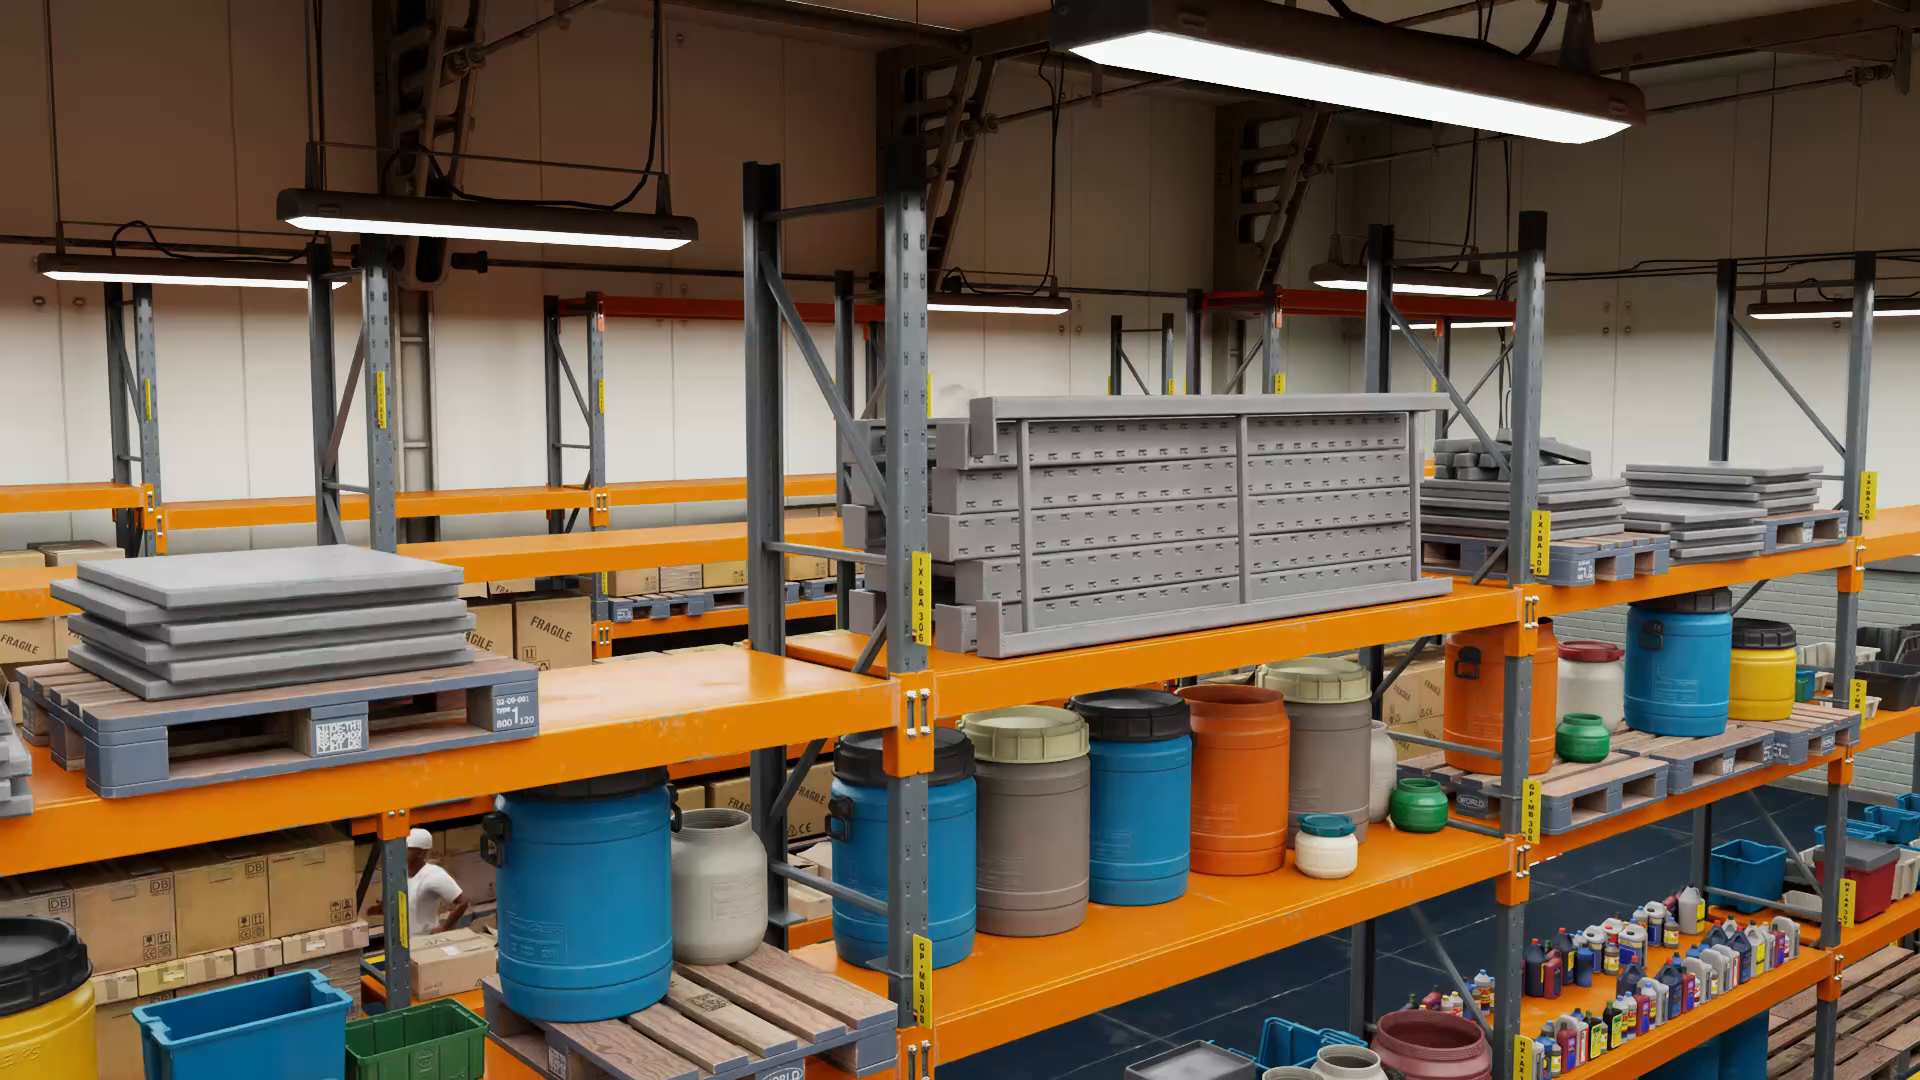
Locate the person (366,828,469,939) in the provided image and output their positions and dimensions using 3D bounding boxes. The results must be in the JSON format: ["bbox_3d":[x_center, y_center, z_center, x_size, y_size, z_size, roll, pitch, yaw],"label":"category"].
[{"bbox_3d":[-4.147,3.058,12.659,0.712,1.744,0.938,5,7,42],"label":"person"}]
